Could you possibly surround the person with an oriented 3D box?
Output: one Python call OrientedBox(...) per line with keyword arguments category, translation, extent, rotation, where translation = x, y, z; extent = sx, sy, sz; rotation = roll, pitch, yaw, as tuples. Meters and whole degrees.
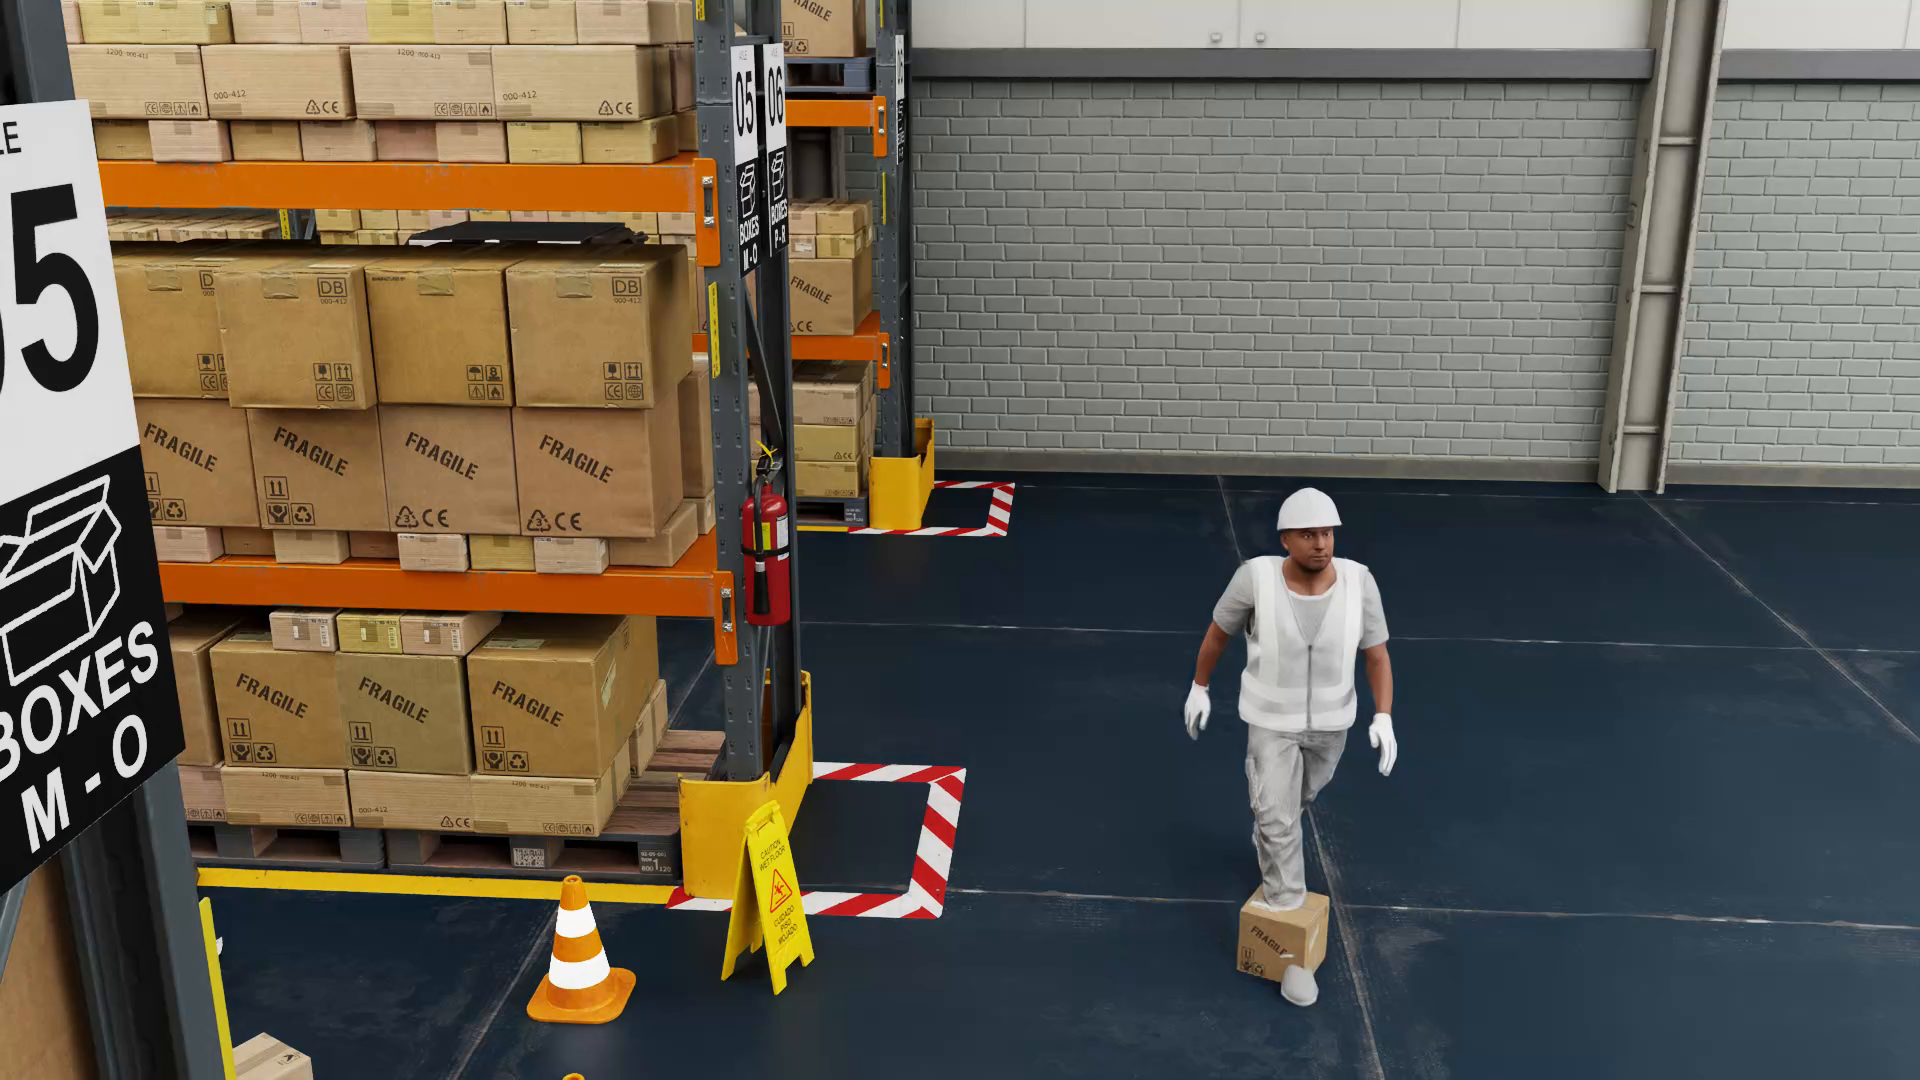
OrientedBox(category="person", translation=(1.190, 0.642, 6.035), extent=(0.671, 1.733, 1.109), rotation=(-2, 17, -5))
